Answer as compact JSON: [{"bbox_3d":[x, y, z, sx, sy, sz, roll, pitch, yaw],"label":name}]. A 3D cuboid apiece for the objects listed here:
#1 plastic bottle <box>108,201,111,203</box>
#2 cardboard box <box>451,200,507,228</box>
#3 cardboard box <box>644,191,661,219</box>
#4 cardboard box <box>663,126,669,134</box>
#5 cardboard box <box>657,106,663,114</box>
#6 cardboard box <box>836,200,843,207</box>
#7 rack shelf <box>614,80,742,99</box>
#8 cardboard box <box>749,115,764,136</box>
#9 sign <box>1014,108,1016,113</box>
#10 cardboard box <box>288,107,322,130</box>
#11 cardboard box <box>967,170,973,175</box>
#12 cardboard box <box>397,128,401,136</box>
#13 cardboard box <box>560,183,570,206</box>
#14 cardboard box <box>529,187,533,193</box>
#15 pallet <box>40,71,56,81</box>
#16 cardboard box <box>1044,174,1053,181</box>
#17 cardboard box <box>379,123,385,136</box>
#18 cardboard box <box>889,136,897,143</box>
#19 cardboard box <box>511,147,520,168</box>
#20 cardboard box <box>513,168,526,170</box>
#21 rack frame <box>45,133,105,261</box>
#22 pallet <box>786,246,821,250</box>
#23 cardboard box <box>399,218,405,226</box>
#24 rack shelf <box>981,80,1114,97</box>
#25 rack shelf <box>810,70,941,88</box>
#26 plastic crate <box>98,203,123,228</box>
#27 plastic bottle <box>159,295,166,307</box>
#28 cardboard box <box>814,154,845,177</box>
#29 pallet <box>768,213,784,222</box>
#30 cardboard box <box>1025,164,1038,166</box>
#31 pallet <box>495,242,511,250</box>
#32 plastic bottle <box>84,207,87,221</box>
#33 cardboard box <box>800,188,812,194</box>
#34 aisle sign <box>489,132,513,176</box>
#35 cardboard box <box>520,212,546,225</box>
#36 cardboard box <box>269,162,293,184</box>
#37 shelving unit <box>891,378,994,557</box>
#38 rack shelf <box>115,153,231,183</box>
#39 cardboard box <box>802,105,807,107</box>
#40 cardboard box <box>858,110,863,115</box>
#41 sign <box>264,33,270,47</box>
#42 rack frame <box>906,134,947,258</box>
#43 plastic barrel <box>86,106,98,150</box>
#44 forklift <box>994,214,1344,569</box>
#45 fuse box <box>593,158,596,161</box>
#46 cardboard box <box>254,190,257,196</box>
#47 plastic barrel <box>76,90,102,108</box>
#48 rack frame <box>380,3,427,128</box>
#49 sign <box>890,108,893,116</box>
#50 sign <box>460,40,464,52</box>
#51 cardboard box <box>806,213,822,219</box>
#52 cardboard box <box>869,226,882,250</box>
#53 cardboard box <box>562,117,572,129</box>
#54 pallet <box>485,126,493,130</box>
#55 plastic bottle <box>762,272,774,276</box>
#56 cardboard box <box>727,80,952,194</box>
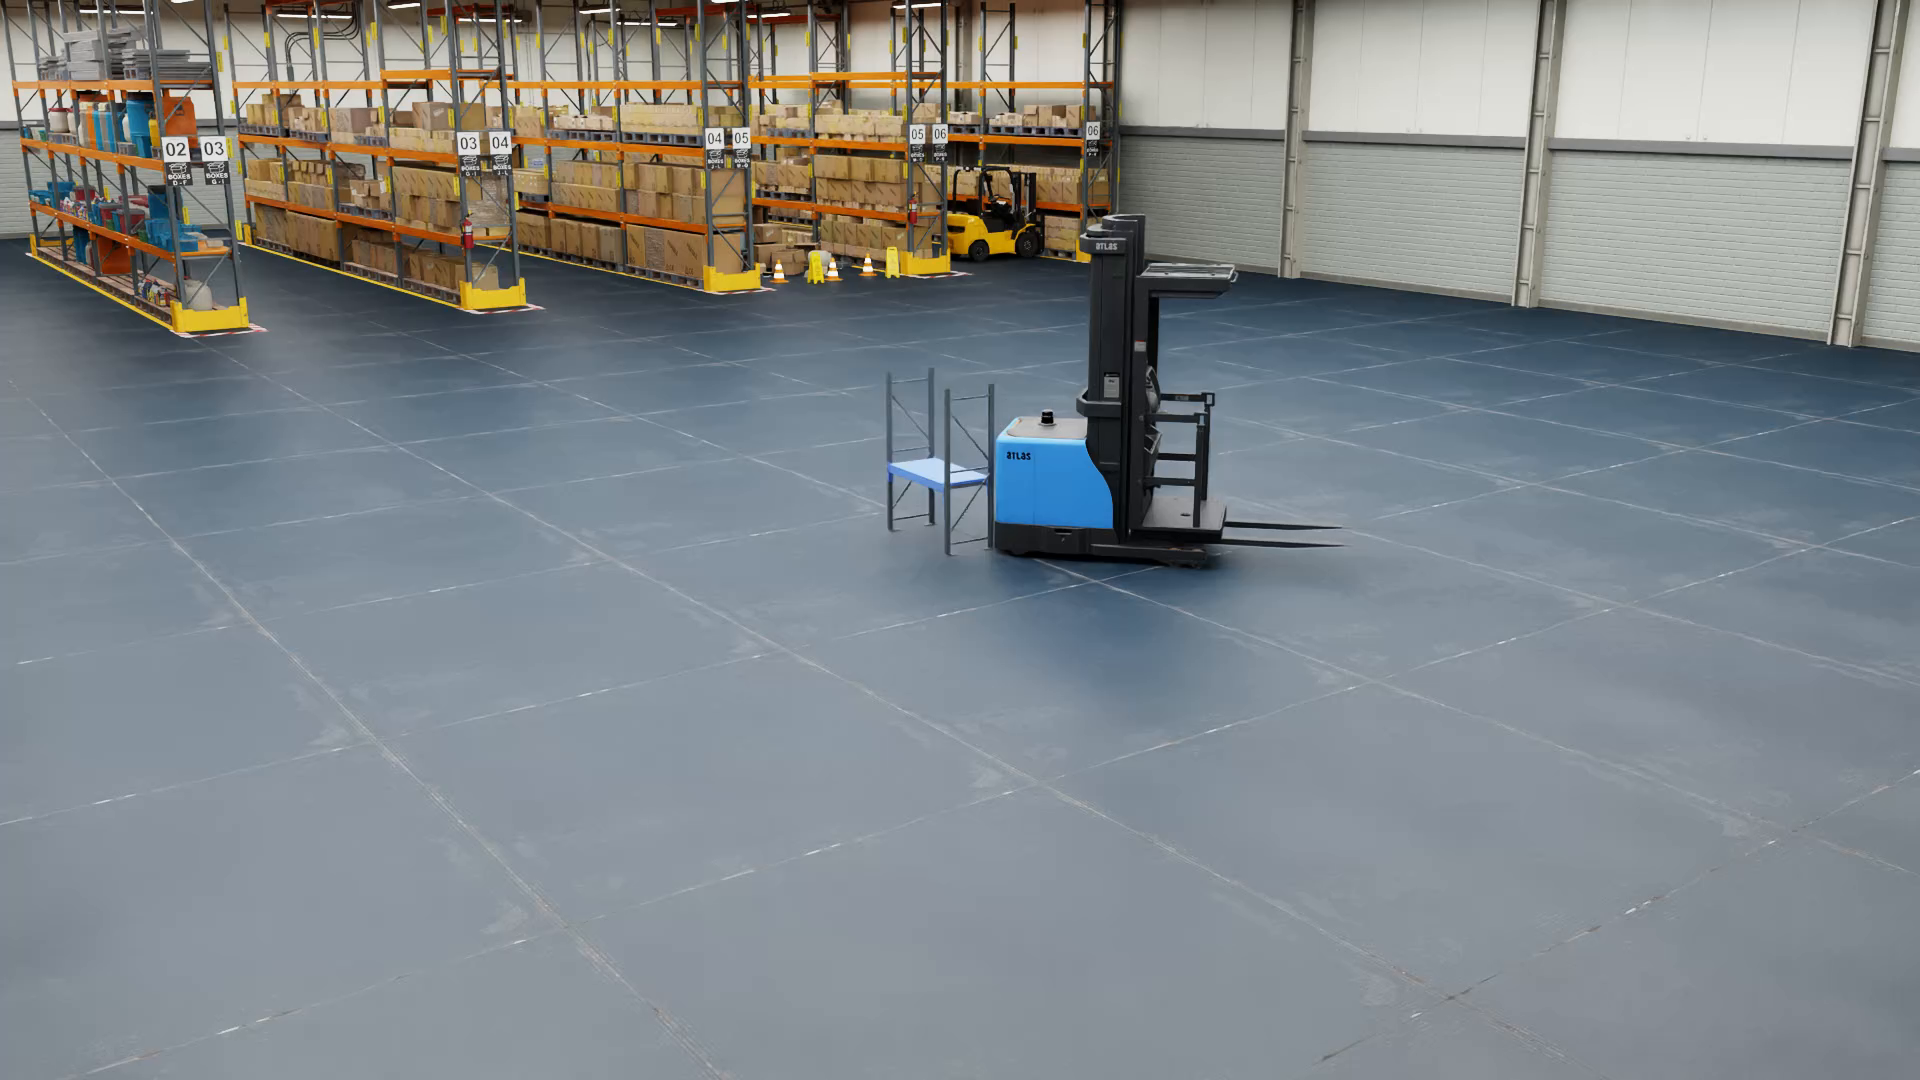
[{"bbox_3d":[-18.577,-7.266,36.351,0.152,0.276,0.135,-11,19,-35],"label":"plastic bottle"},{"bbox_3d":[-9.036,-6.144,31.262,0.875,0.500,0.500,-11,19,-35],"label":"cardboard box"},{"bbox_3d":[-6.225,-7.181,35.519,0.875,0.550,0.550,-11,19,-35],"label":"cardboard box"},{"bbox_3d":[-5.879,-8.445,34.231,0.380,0.149,0.250,-11,19,-34],"label":"cardboard box"},{"bbox_3d":[-6.033,-8.884,34.327,0.380,0.149,0.250,-11,19,-34],"label":"cardboard box"},{"bbox_3d":[-2.656,-7.828,38.646,0.380,0.149,0.250,-10,18,-33],"label":"cardboard box"},{"bbox_3d":[-5.839,-9.359,34.520,1.077,0.370,4.000,-11,19,-35],"label":"rack shelf"},{"bbox_3d":[-4.873,-10.368,41.577,0.700,0.500,0.500,-11,19,-35],"label":"cardboard box"},{"bbox_3d":[1.390,-10.815,42.270,0.100,0.325,0.005,-11,19,-35],"label":"sign"},{"bbox_3d":[-15.441,-9.968,39.320,0.700,0.500,0.500,-10,18,-33],"label":"cardboard box"},{"bbox_3d":[0.395,-9.446,42.661,0.380,0.149,0.250,-11,19,-35],"label":"cardboard box"},{"bbox_3d":[-10.933,-8.088,32.964,0.380,0.149,0.250,-12,19,-37],"label":"cardboard box"},{"bbox_3d":[-9.020,-8.089,38.933,0.500,0.500,0.500,-11,19,-35],"label":"cardboard box"},{"bbox_3d":[-10.173,-8.455,40.142,0.380,0.149,0.250,-11,19,-35],"label":"cardboard box"},{"bbox_3d":[-19.285,-10.061,36.080,1.003,0.211,1.213,-11,19,-35],"label":"pallet"},{"bbox_3d":[2.255,-8.751,40.121,0.380,0.149,0.250,-12,19,-36],"label":"cardboard box"},{"bbox_3d":[-11.720,-8.454,34.233,0.396,0.266,0.258,-10,18,-33],"label":"cardboard box"},{"bbox_3d":[-1.327,-8.775,36.422,0.380,0.149,0.250,-11,19,-34],"label":"cardboard box"},{"bbox_3d":[-11.787,-9.949,43.272,0.500,0.500,0.500,-10,18,-33],"label":"cardboard box"},{"bbox_3d":[-11.325,-9.454,42.663,0.380,0.149,0.250,-10,18,-32],"label":"cardboard box"},{"bbox_3d":[-19.797,-7.624,37.423,1.000,3.000,0.127,-11,19,-35],"label":"rack frame"},{"bbox_3d":[-3.530,-7.044,40.585,1.003,0.211,1.213,-11,19,-35],"label":"pallet"},{"bbox_3d":[-11.067,-6.415,33.483,0.380,0.149,0.250,-11,19,-35],"label":"cardboard box"},{"bbox_3d":[2.118,-10.920,40.224,1.077,0.370,4.000,-11,19,-35],"label":"rack shelf"},{"bbox_3d":[-1.895,-10.340,37.353,1.077,0.370,4.000,-11,19,-35],"label":"rack shelf"},{"bbox_3d":[-16.742,-6.408,32.859,0.402,0.464,0.583,-11,19,-35],"label":"plastic crate"},{"bbox_3d":[-14.175,-4.248,29.556,0.097,0.201,0.097,0,15,0],"label":"plastic bottle"},{"bbox_3d":[-2.987,-8.769,38.960,0.700,0.500,0.500,-11,19,-35],"label":"cardboard box"},{"bbox_3d":[-5.599,-10.025,51.478,1.003,0.211,1.213,-11,19,-35],"label":"pallet"},{"bbox_3d":[1.853,-9.319,41.635,0.380,0.149,0.250,-11,19,-36],"label":"cardboard box"},{"bbox_3d":[-11.260,-7.630,42.727,1.003,0.211,1.213,-11,19,-35],"label":"pallet"},{"bbox_3d":[-18.163,-6.783,34.571,0.061,0.283,0.133,-11,19,-35],"label":"plastic bottle"},{"bbox_3d":[-3.596,-8.371,39.833,0.380,0.149,0.250,-11,19,-34],"label":"cardboard box"},{"bbox_3d":[-8.456,-7.117,30.648,0.394,0.787,0.004,-11,19,-35],"label":"aisle sign"},{"bbox_3d":[-10.573,-7.968,41.199,0.500,0.250,0.500,-10,18,-33],"label":"cardboard box"},{"bbox_3d":[-16.568,-8.990,40.714,0.500,0.500,0.500,-11,19,-34],"label":"cardboard box"},{"bbox_3d":[-0.187,-0.727,15.065,0.500,1.500,1.039,-9,18,-31],"label":"shelving unit"},{"bbox_3d":[-13.917,-6.588,29.320,1.077,0.370,4.000,-11,19,-35],"label":"rack shelf"},{"bbox_3d":[-4.253,-12.532,48.446,0.500,0.250,0.500,-11,19,-34],"label":"cardboard box"},{"bbox_3d":[-2.614,-11.863,46.194,0.380,0.149,0.250,-11,19,-34],"label":"cardboard box"},{"bbox_3d":[-16.254,-11.732,39.000,0.100,0.325,0.005,-11,19,-35],"label":"sign"},{"bbox_3d":[-0.719,-7.368,36.490,1.000,3.000,0.127,-11,19,-35],"label":"rack frame"},{"bbox_3d":[-16.753,-8.075,32.575,0.600,0.830,0.708,-11,19,-35],"label":"plastic barrel"},{"bbox_3d":[1.873,-1.321,14.524,3.031,2.935,1.130,3,16,11],"label":"forklift"},{"bbox_3d":[-11.676,-11.659,54.606,0.539,1.711,0.414,-11,19,-35],"label":"fuse box"},{"bbox_3d":[-17.743,-8.834,42.320,0.380,0.149,0.250,-11,19,-35],"label":"cardboard box"},{"bbox_3d":[-18.669,-9.174,35.660,0.600,0.901,0.708,-11,19,-35],"label":"plastic barrel"},{"bbox_3d":[-11.084,-9.578,33.200,0.949,2.616,0.053,-11,19,-35],"label":"rack frame"},{"bbox_3d":[-1.850,-11.460,44.779,0.100,0.325,0.005,-11,19,-35],"label":"sign"},{"bbox_3d":[-13.610,-13.497,45.449,0.100,0.325,0.005,-11,19,-35],"label":"sign"},{"bbox_3d":[-4.327,-9.603,49.259,0.380,0.149,0.250,-12,19,-36],"label":"cardboard box"},{"bbox_3d":[-1.710,-6.848,37.581,0.500,0.500,0.500,-10,18,-33],"label":"cardboard box"},{"bbox_3d":[-8.825,-9.616,38.320,0.500,0.250,0.500,-10,18,-33],"label":"cardboard box"},{"bbox_3d":[-11.442,-10.349,42.053,1.213,0.211,1.003,-11,19,-35],"label":"pallet"},{"bbox_3d":[-4.236,-5.842,36.478,0.283,0.061,0.133,10,18,33],"label":"plastic bottle"},{"bbox_3d":[-2.447,-10.160,42.096,5.531,2.825,4.007,-11,19,-34],"label":"cardboard box"}]
